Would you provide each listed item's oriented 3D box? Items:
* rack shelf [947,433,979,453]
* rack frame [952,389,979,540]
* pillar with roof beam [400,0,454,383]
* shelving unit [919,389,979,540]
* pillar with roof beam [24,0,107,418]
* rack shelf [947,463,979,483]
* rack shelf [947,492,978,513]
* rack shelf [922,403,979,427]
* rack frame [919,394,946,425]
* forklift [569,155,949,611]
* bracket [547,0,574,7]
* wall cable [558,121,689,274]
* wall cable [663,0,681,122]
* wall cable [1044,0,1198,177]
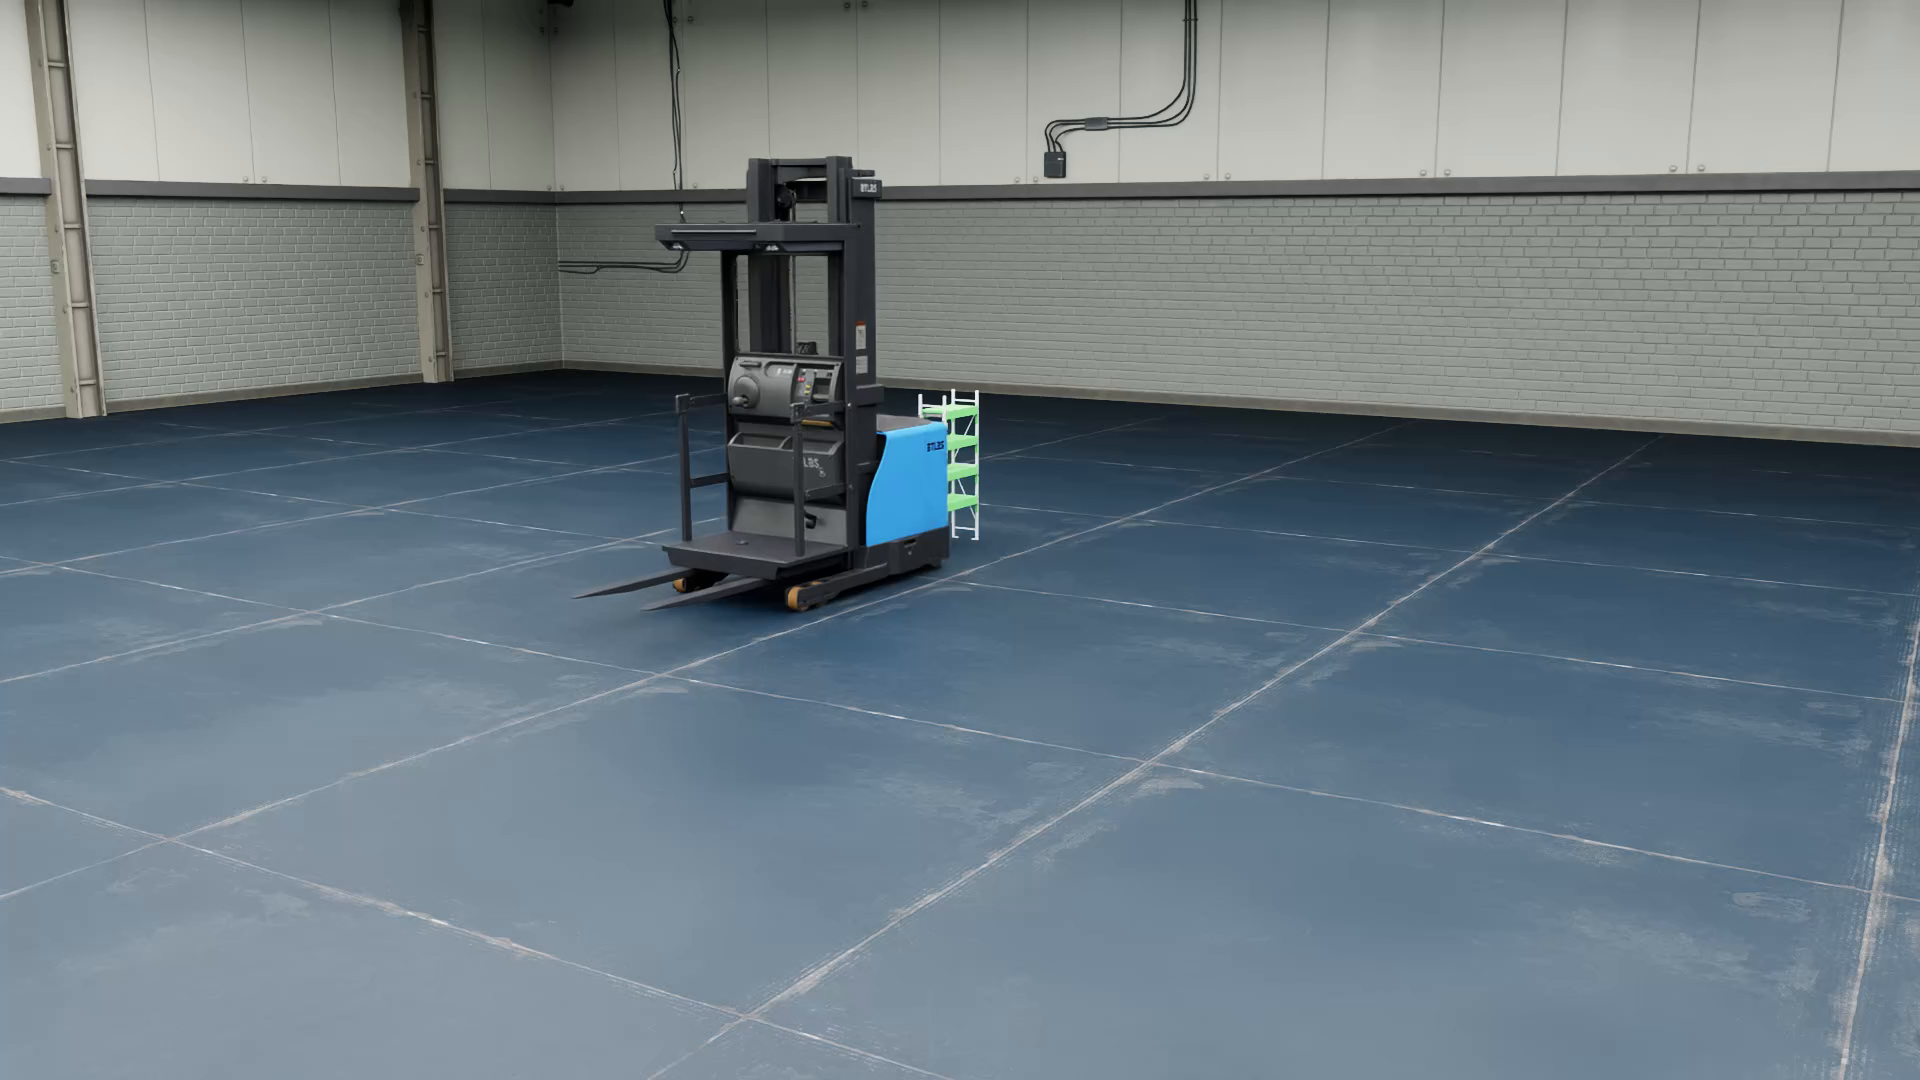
[{"bbox_3d":[-0.086,-0.737,13.087,0.258,0.148,0.480,6,12,31],"label":"rack shelf"},{"bbox_3d":[0.041,-0.602,13.324,0.240,1.200,0.015,6,12,31],"label":"rack frame"},{"bbox_3d":[-4.864,-6.607,24.203,9.100,9.000,0.548,6,12,31],"label":"pillar with roof beam"},{"bbox_3d":[-0.086,-0.564,13.119,0.258,1.200,0.503,6,12,31],"label":"shelving unit"},{"bbox_3d":[-7.979,-5.663,19.163,9.100,9.000,0.400,6,12,31],"label":"pillar with roof beam"},{"bbox_3d":[-0.086,-0.501,13.131,0.258,0.148,0.480,6,12,31],"label":"rack shelf"},{"bbox_3d":[-0.086,-0.265,13.175,0.258,0.148,0.480,6,12,31],"label":"rack shelf"},{"bbox_3d":[-0.086,-0.973,13.043,0.258,0.148,0.480,6,12,31],"label":"rack shelf"},{"bbox_3d":[-0.213,-0.525,12.914,0.240,1.200,0.015,6,12,31],"label":"rack frame"},{"bbox_3d":[-1.311,-1.071,11.126,1.130,2.935,3.031,7,13,33],"label":"forklift"},{"bbox_3d":[-6.794,-9.191,28.227,0.235,0.232,0.430,6,12,31],"label":"bracket"},{"bbox_3d":[-5.884,-5.829,28.486,3.097,2.526,0.112,6,12,31],"label":"wall cable"},{"bbox_3d":[-3.571,-8.053,26.641,3.097,2.526,0.112,6,12,31],"label":"wall cable"},{"bbox_3d":[2.222,-8.117,23.029,2.305,6.003,0.169,6,12,31],"label":"wall cable"}]
